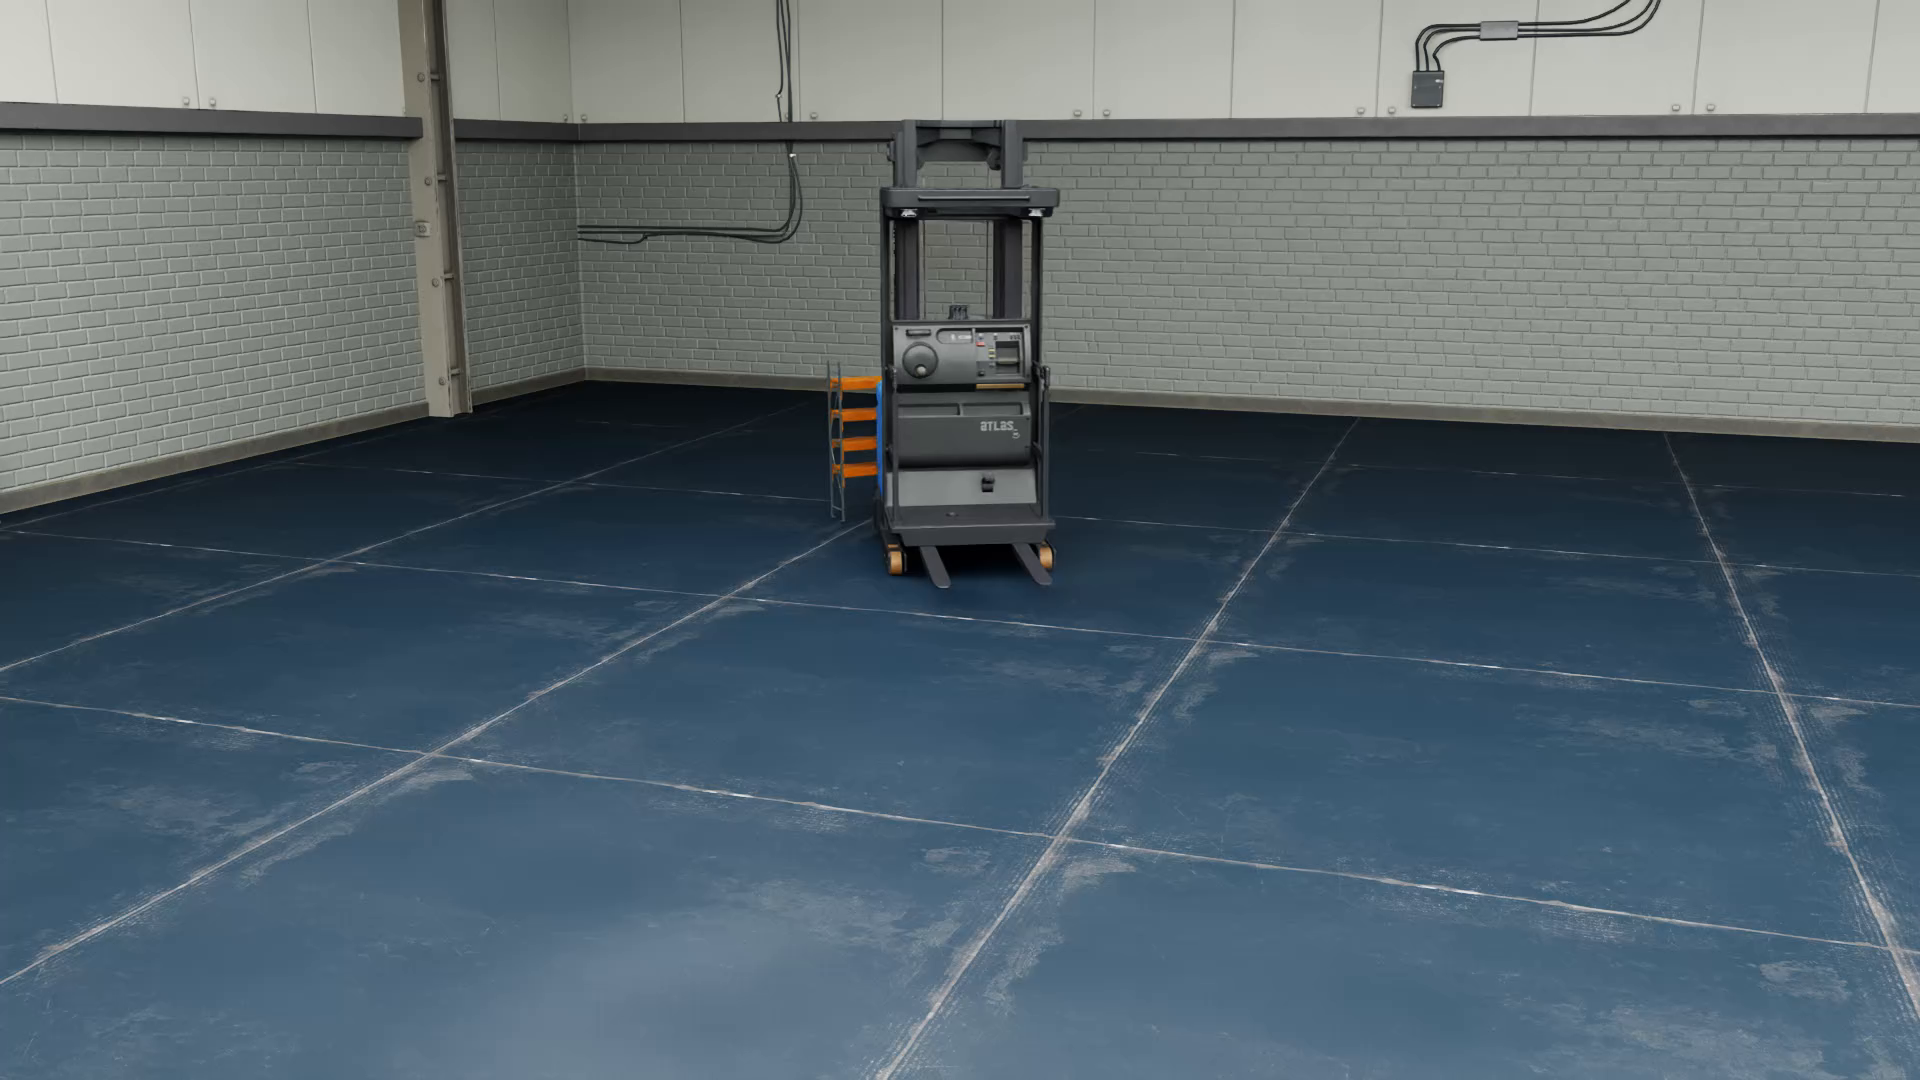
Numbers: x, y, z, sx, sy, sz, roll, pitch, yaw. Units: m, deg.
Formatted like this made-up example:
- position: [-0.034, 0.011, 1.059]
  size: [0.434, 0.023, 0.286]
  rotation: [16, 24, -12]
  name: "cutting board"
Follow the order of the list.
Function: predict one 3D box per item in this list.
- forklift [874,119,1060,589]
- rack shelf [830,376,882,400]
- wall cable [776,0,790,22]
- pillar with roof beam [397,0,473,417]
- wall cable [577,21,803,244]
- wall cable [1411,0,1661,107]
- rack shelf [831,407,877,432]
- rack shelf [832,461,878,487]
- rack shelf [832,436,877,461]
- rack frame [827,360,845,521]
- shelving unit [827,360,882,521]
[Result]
- position: [0.040, -1.276, 10.990]
  size: [1.130, 2.935, 3.031]
  rotation: [-1, 13, -6]
  name: "forklift"
- position: [-0.725, -1.159, 12.585]
  size: [0.480, 0.148, 0.258]
  rotation: [-6, 13, -26]
  name: "rack shelf"
- position: [-0.744, -7.028, 18.186]
  size: [3.097, 2.526, 0.112]
  rotation: [4, 14, 18]
  name: "wall cable"
- position: [-1.435, -5.440, 15.598]
  size: [9.100, 9.000, 0.400]
  rotation: [4, 14, 18]
  name: "pillar with roof beam"
- position: [-3.304, -4.761, 19.602]
  size: [3.097, 2.526, 0.112]
  rotation: [4, 14, 18]
  name: "wall cable"
- position: [5.674, -7.246, 15.868]
  size: [2.305, 6.003, 0.169]
  rotation: [4, 14, 18]
  name: "wall cable"
- position: [-0.722, -0.927, 12.632]
  size: [0.480, 0.148, 0.258]
  rotation: [-6, 13, -26]
  name: "rack shelf"
- position: [-0.717, -0.513, 12.715]
  size: [0.480, 0.148, 0.258]
  rotation: [-6, 13, -26]
  name: "rack shelf"
- position: [-0.720, -0.708, 12.676]
  size: [0.480, 0.148, 0.258]
  rotation: [-6, 13, -26]
  name: "rack shelf"
- position: [-0.939, -0.749, 12.557]
  size: [0.015, 1.200, 0.240]
  rotation: [-6, 13, -26]
  name: "rack frame"
- position: [-0.720, -0.773, 12.662]
  size: [0.503, 1.200, 0.258]
  rotation: [-6, 13, -26]
  name: "shelving unit"
